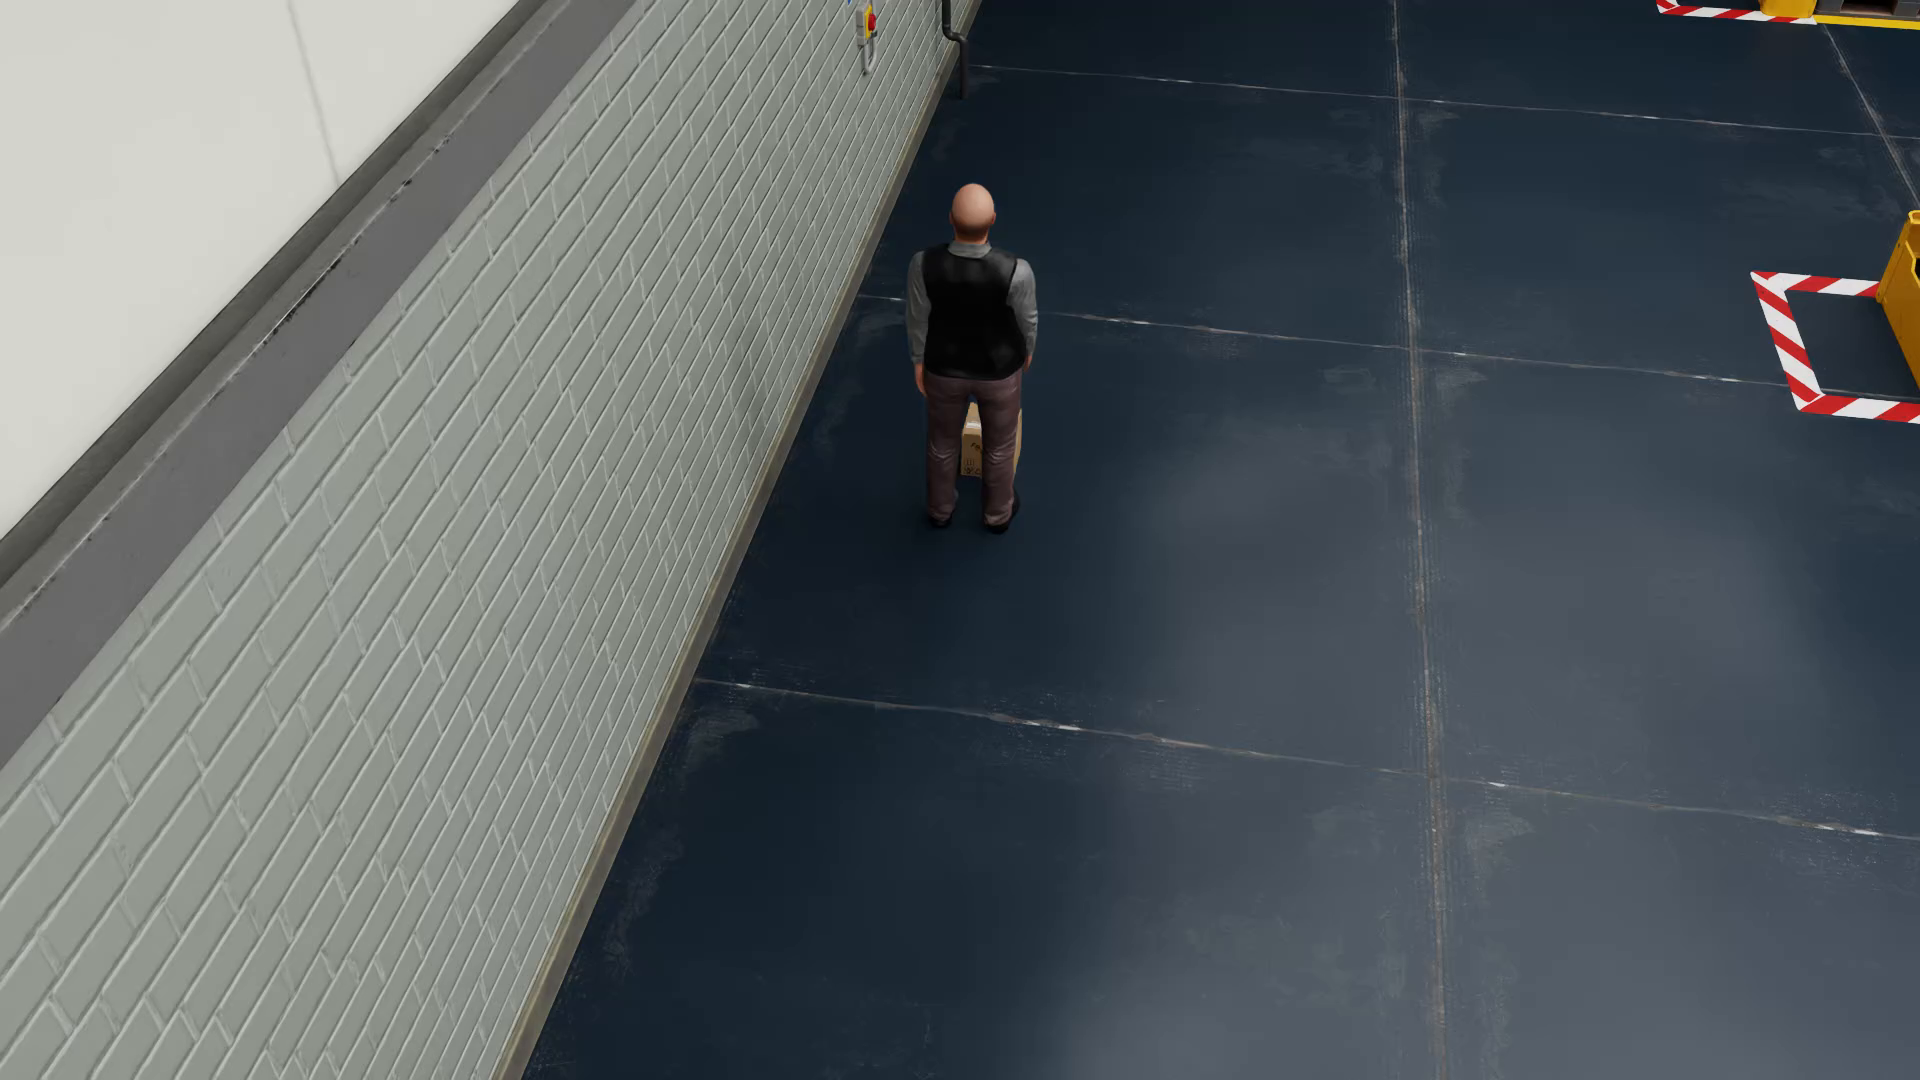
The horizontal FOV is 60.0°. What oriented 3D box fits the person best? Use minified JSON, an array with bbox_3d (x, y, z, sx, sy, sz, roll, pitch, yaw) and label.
[{"bbox_3d":[0.059,-0.747,7.058,0.545,1.740,0.430,7,41,8],"label":"person"}]
